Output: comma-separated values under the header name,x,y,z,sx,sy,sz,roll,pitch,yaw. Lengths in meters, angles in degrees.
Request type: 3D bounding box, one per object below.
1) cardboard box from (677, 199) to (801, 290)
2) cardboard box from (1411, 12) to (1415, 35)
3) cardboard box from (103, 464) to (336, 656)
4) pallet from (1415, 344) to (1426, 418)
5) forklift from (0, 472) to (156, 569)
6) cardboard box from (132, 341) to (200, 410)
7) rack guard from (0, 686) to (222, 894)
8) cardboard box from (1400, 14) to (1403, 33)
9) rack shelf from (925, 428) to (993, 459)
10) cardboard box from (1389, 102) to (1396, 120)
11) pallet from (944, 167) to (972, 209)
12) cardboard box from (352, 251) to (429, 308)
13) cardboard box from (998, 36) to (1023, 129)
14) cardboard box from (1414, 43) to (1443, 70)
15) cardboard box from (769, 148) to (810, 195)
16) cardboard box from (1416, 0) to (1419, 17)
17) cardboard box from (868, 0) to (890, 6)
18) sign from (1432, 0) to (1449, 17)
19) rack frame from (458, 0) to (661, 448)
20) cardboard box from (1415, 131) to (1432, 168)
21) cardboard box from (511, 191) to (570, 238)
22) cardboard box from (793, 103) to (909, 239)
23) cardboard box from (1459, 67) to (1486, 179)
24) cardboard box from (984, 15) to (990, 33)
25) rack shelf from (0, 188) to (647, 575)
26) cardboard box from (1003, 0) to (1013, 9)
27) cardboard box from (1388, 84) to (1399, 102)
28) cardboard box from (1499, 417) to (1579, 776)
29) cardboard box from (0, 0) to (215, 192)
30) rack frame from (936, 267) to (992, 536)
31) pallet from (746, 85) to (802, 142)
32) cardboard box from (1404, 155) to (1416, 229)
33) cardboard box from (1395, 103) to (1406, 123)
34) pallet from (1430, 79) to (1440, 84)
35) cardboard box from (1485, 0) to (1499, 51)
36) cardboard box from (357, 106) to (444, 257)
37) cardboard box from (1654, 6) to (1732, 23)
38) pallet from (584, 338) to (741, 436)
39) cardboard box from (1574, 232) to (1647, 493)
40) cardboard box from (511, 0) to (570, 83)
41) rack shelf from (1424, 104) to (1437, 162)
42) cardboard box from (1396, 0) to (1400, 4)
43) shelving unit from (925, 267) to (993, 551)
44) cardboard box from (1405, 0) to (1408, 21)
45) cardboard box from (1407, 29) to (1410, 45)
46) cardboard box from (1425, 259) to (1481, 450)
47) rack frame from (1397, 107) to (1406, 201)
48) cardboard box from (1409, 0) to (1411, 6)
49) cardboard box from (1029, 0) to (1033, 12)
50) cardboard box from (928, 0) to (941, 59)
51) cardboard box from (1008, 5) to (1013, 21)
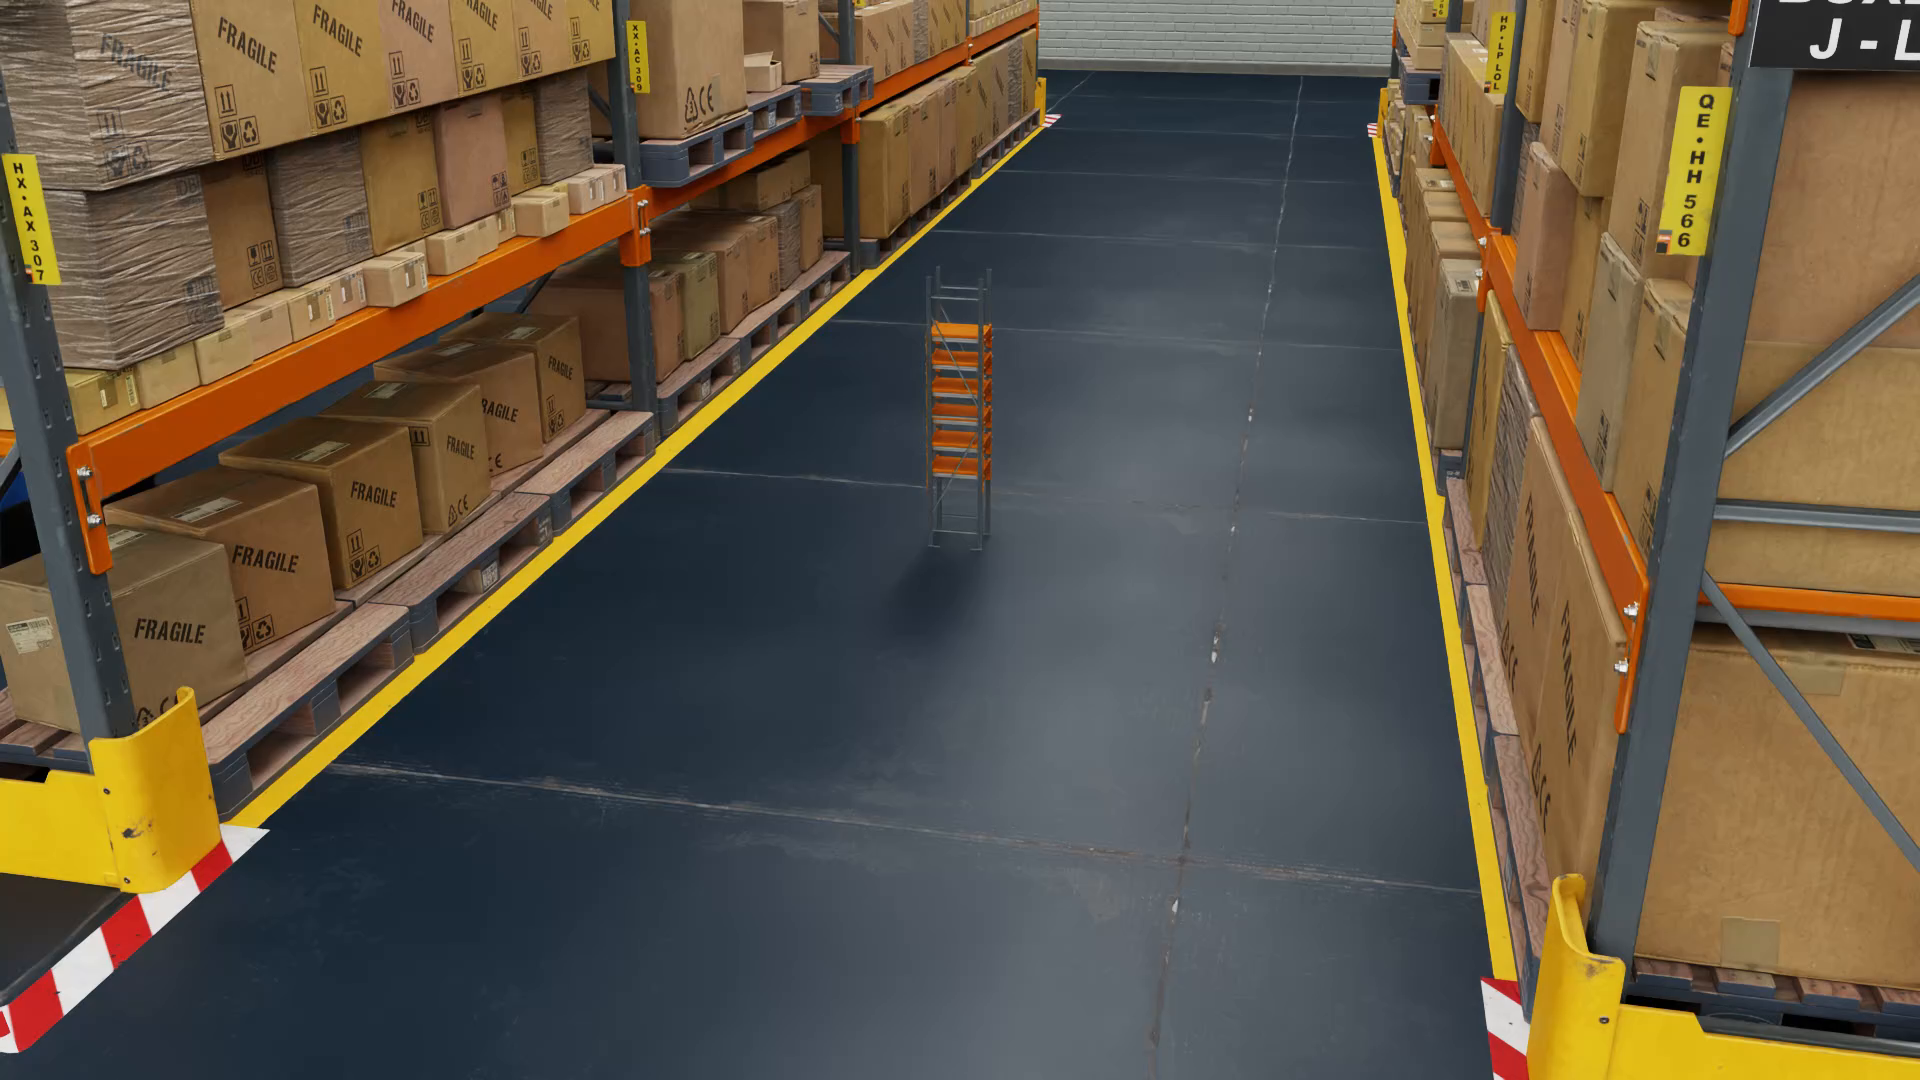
name,x,y,z,sx,sy,sz,roll,pitch,yaw
cardboard box,-1.450,-1.963,10.969,0.700,0.500,0.500,3,22,6
cardboard box,3.414,-3.671,11.829,0.380,0.149,0.250,5,22,11
cardboard box,-2.632,0.073,5.940,0.500,0.500,0.500,11,24,25
pallet,3.117,-0.933,9.387,1.003,0.211,1.213,4,22,11
forklift,-5.268,-1.480,7.106,3.031,2.935,1.130,6,23,15
cardboard box,-2.503,-0.502,4.922,0.380,0.149,0.250,4,22,11
rack guard,-2.849,0.689,4.974,1.175,0.500,0.348,4,22,11
cardboard box,3.783,-4.193,13.523,0.380,0.149,0.250,5,22,11
rack shelf,-0.003,-0.399,7.178,0.258,0.103,0.180,4,22,11
cardboard box,4.644,-4.440,17.219,0.380,0.149,0.250,5,23,13
pallet,-0.499,-3.250,15.141,1.003,0.211,1.213,4,22,11
cardboard box,-2.172,-0.954,6.043,0.380,0.149,0.250,4,22,11
cardboard box,0.163,-4.931,17.863,0.875,0.875,0.875,4,22,11
cardboard box,3.254,-3.247,11.176,0.380,0.149,0.250,5,22,12
cardboard box,-1.339,-2.514,11.334,0.500,0.250,0.500,5,23,13
cardboard box,3.308,-3.614,11.289,0.380,0.149,0.250,4,22,10
cardboard box,-0.931,-4.385,12.749,0.797,0.503,0.637,5,22,12
sign,3.070,-3.492,10.565,0.100,0.325,0.005,4,22,11
rack frame,-2.048,-1.906,8.071,1.000,3.000,0.127,4,22,11
cardboard box,3.578,-2.792,12.052,0.500,0.250,0.500,5,22,12
cardboard box,-1.916,-1.411,7.178,0.380,0.149,0.250,4,22,11
cardboard box,-1.071,-2.829,12.644,1.225,0.875,0.875,3,22,8
cardboard box,2.838,-2.118,8.464,0.500,0.500,0.500,5,22,11
cardboard box,0.077,-4.990,16.066,0.380,0.149,0.250,5,23,13
rack shelf,-2.456,-0.841,6.389,1.077,0.370,4.000,4,22,11
cardboard box,0.252,-5.603,17.053,0.500,0.250,0.500,4,22,11
cardboard box,4.681,-4.670,17.391,0.380,0.149,0.250,4,22,11
cardboard box,2.222,0.188,5.154,0.875,0.875,0.875,4,22,10
cardboard box,-2.485,-1.271,4.625,0.500,0.500,0.500,4,22,11
rack frame,0.016,-0.585,7.199,0.240,1.200,0.006,4,22,11
pallet,-1.596,-2.553,9.933,1.003,0.211,1.213,4,22,11
cardboard box,3.683,-2.634,12.662,0.500,0.500,0.500,3,22,9
cardboard box,4.388,-4.098,15.971,0.380,0.149,0.250,3,22,8
pallet,3.967,-3.592,12.513,1.003,0.211,1.213,4,22,11
cardboard box,3.297,-2.928,9.135,0.700,0.500,0.500,4,22,10
cardboard box,-2.483,-1.380,6.233,0.875,0.500,0.500,4,22,11
cardboard box,2.354,-1.134,4.507,0.875,0.550,0.550,4,22,11
pallet,-1.891,-0.897,9.299,1.003,0.211,1.213,4,22,11
cardboard box,2.093,-0.439,4.229,0.875,0.550,0.550,4,22,11
cardboard box,-1.971,-2.185,6.895,0.500,0.500,0.500,4,22,11
rack shelf,4.011,-3.351,12.623,1.077,0.370,4.000,4,22,11
cardboard box,4.873,-5.921,17.507,0.500,0.500,0.500,6,23,13
shelving unit,-0.003,-0.551,7.116,0.258,1.200,0.189,4,22,11
cardboard box,3.680,-4.141,12.995,0.380,0.149,0.250,5,23,13
cardboard box,3.521,-3.716,12.340,0.380,0.149,0.250,5,23,13
cardboard box,2.826,-0.876,7.963,1.050,0.750,0.750,4,22,11
rack frame,4.419,-4.417,14.305,1.000,3.000,0.127,4,22,11
cardboard box,3.574,-4.090,12.471,0.380,0.149,0.250,5,23,13
cardboard box,0.599,-5.927,18.392,0.380,0.149,0.250,5,22,11
cardboard box,-0.451,-4.314,13.916,0.500,0.500,0.500,4,22,10
cardboard box,0.338,-5.464,17.241,0.380,0.149,0.250,5,22,12
